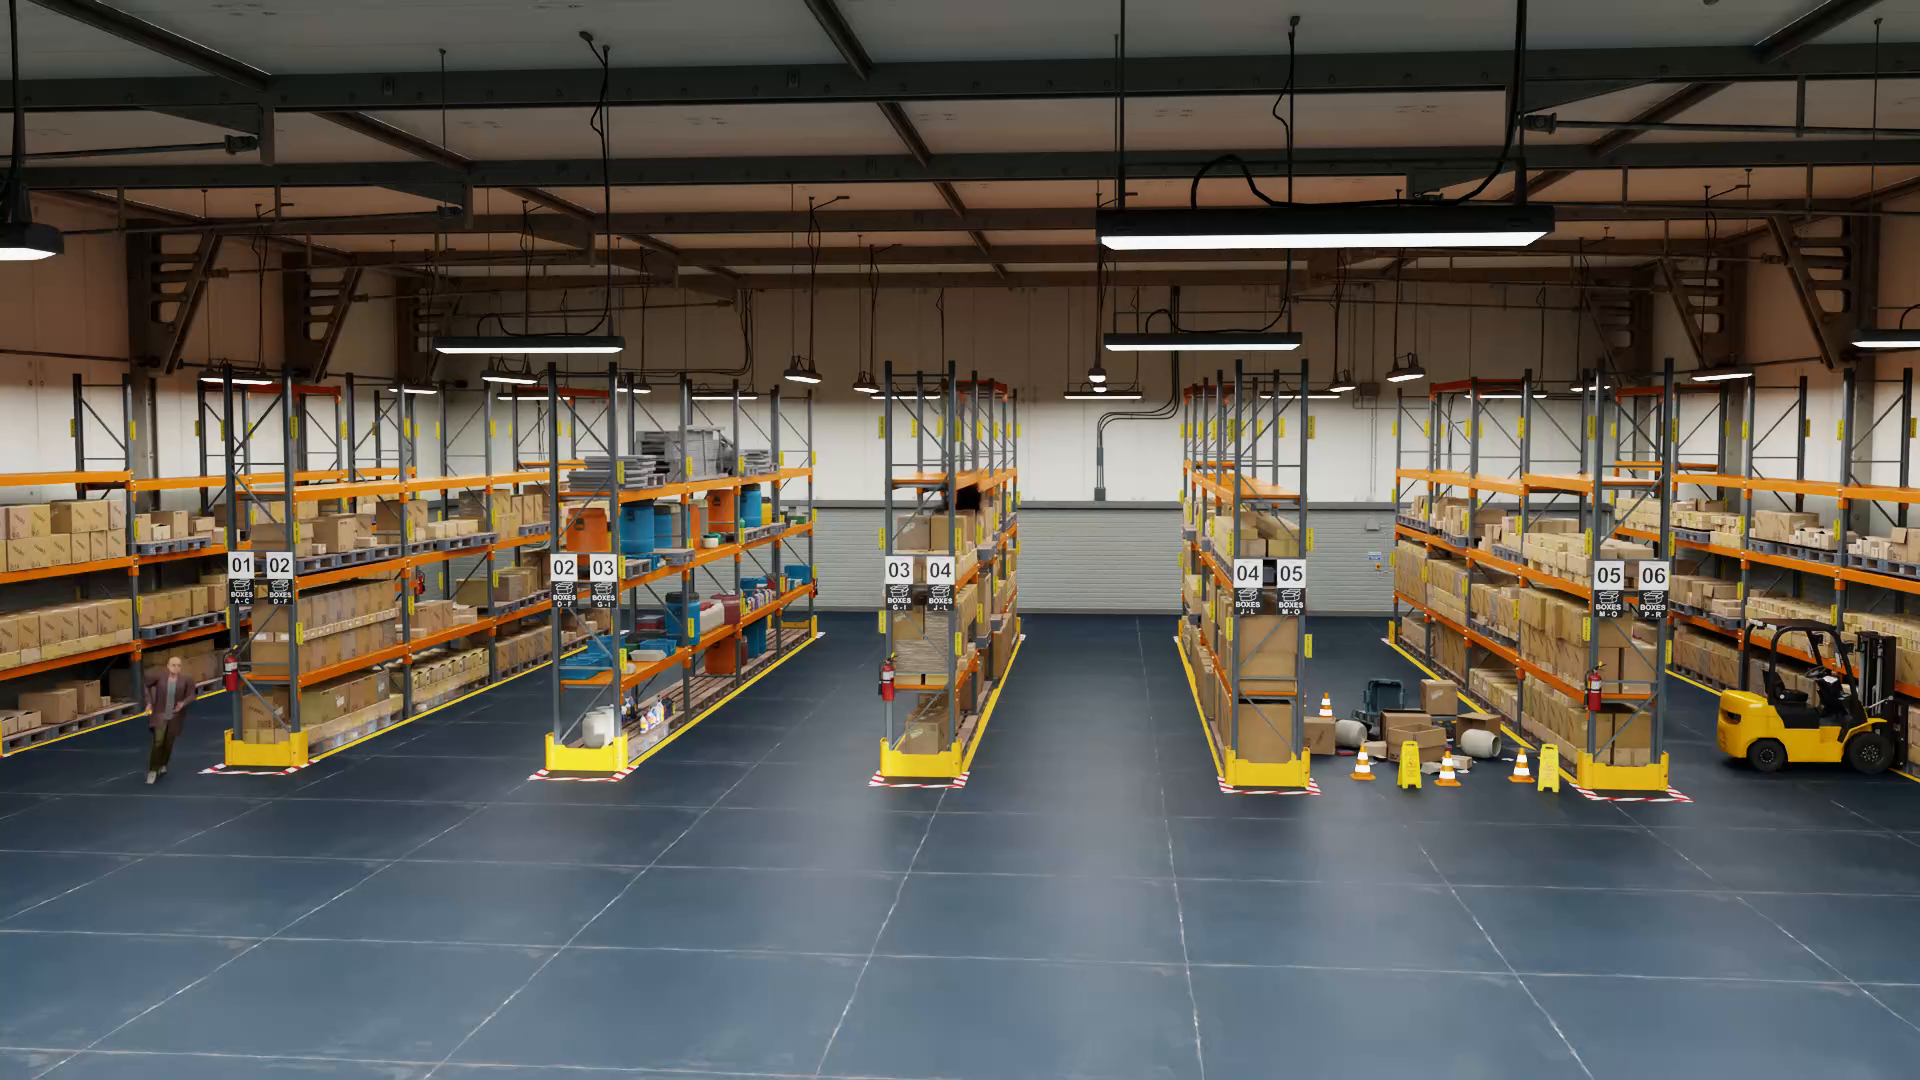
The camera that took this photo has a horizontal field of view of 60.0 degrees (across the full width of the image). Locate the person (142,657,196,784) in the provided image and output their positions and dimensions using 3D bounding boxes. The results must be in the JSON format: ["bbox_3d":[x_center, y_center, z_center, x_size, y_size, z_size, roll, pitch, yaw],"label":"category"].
[{"bbox_3d":[-11.378,2.570,23.952,0.698,1.785,0.845,-2,4,-29],"label":"person"}]
